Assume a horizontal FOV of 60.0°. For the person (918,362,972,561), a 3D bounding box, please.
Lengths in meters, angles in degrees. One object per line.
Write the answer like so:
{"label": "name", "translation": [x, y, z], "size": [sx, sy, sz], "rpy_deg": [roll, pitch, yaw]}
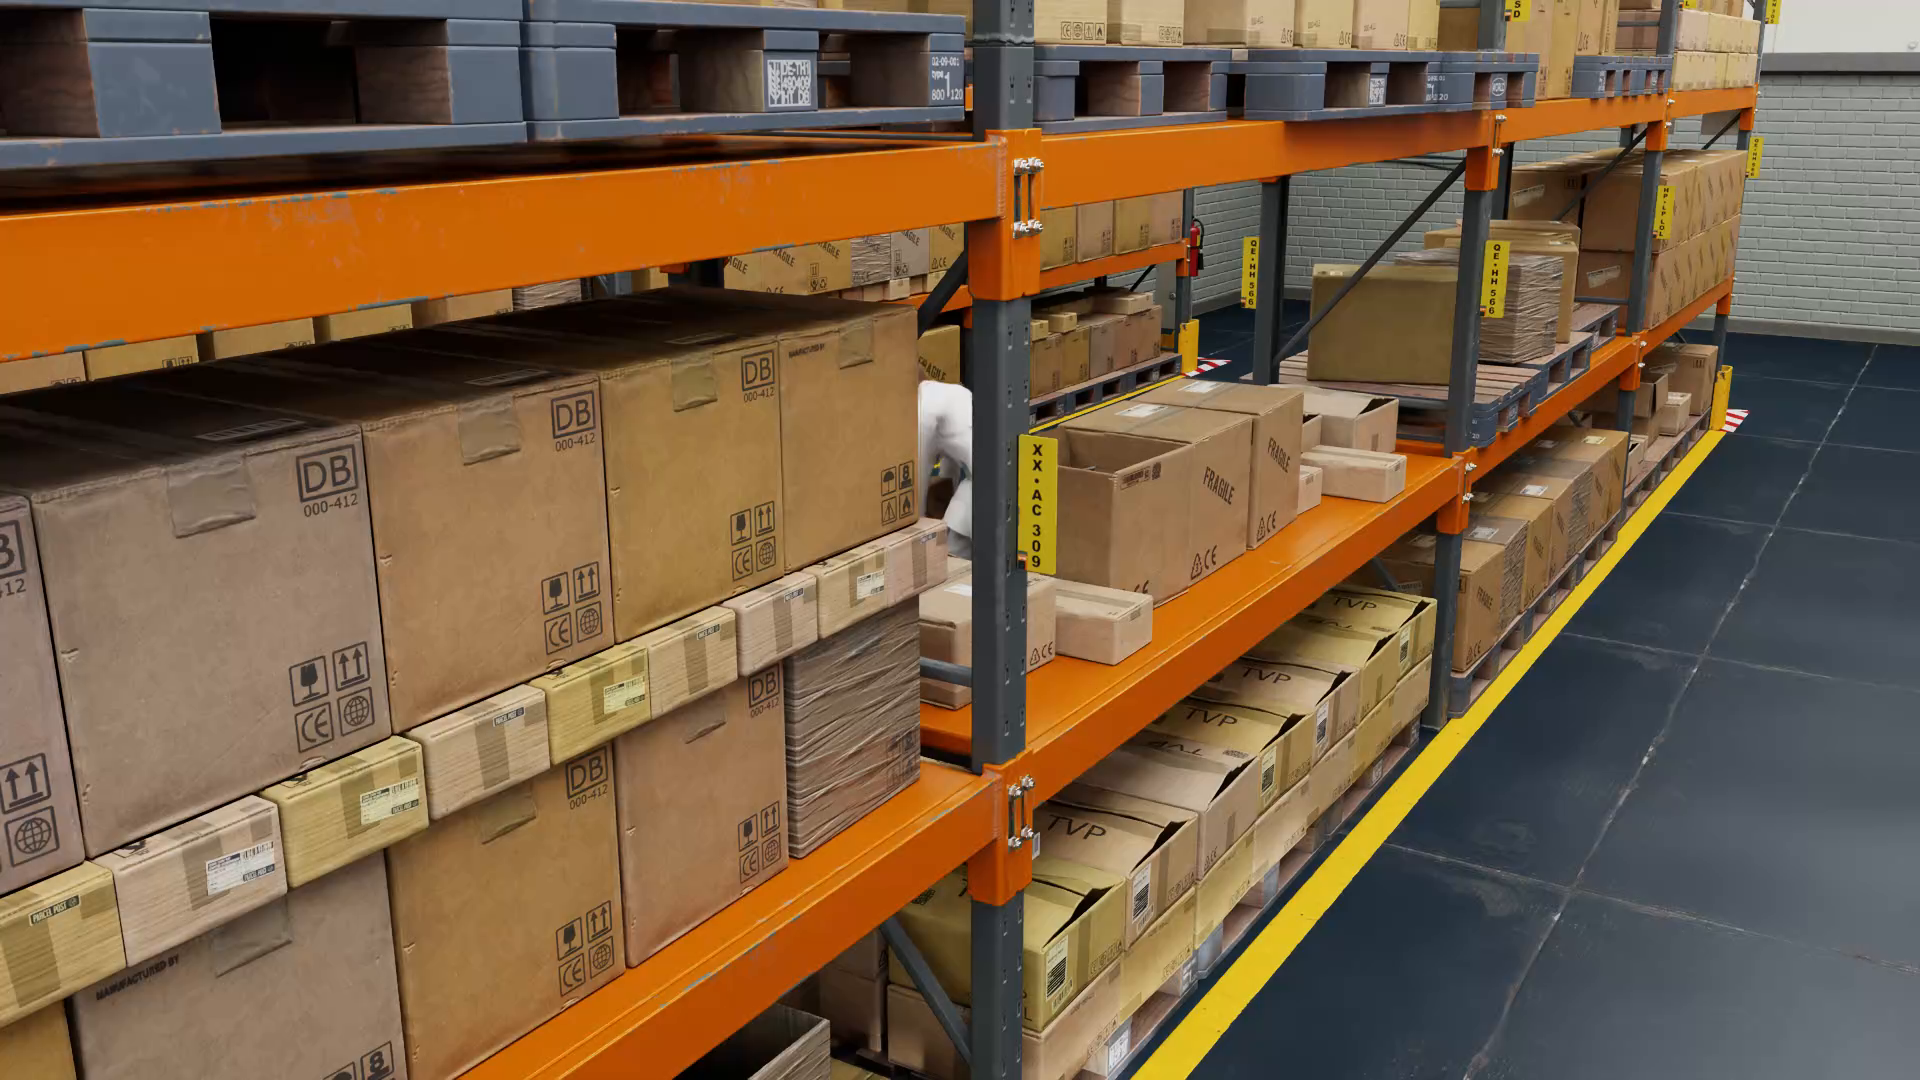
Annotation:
{"label": "person", "translation": [-0.017, -0.201, 8.760], "size": [0.805, 1.510, 0.555], "rpy_deg": [9, 18, 29]}
